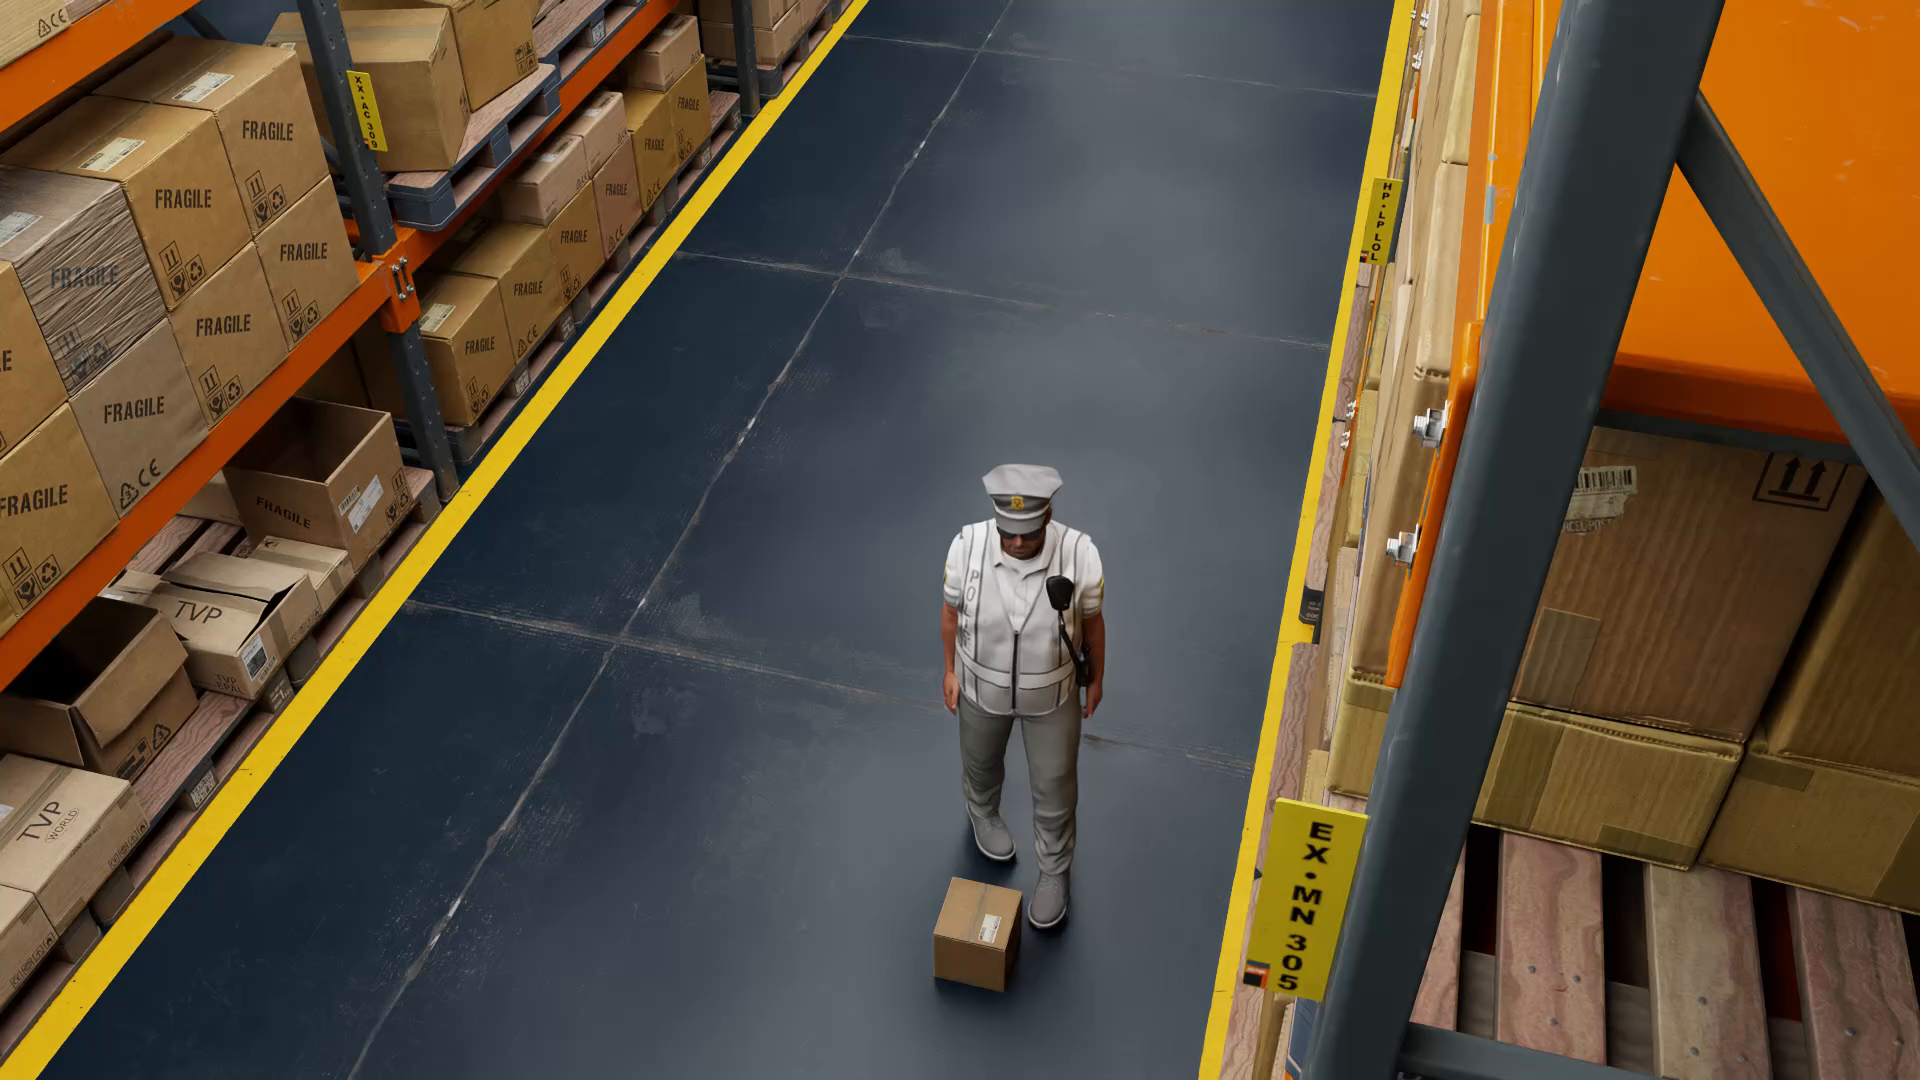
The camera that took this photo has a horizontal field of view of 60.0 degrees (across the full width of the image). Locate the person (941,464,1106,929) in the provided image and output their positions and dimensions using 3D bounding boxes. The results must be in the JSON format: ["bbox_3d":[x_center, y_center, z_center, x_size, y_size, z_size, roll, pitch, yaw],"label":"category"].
[{"bbox_3d":[0.196,0.527,5.529,0.555,1.754,0.590,4,41,5],"label":"person"}]
